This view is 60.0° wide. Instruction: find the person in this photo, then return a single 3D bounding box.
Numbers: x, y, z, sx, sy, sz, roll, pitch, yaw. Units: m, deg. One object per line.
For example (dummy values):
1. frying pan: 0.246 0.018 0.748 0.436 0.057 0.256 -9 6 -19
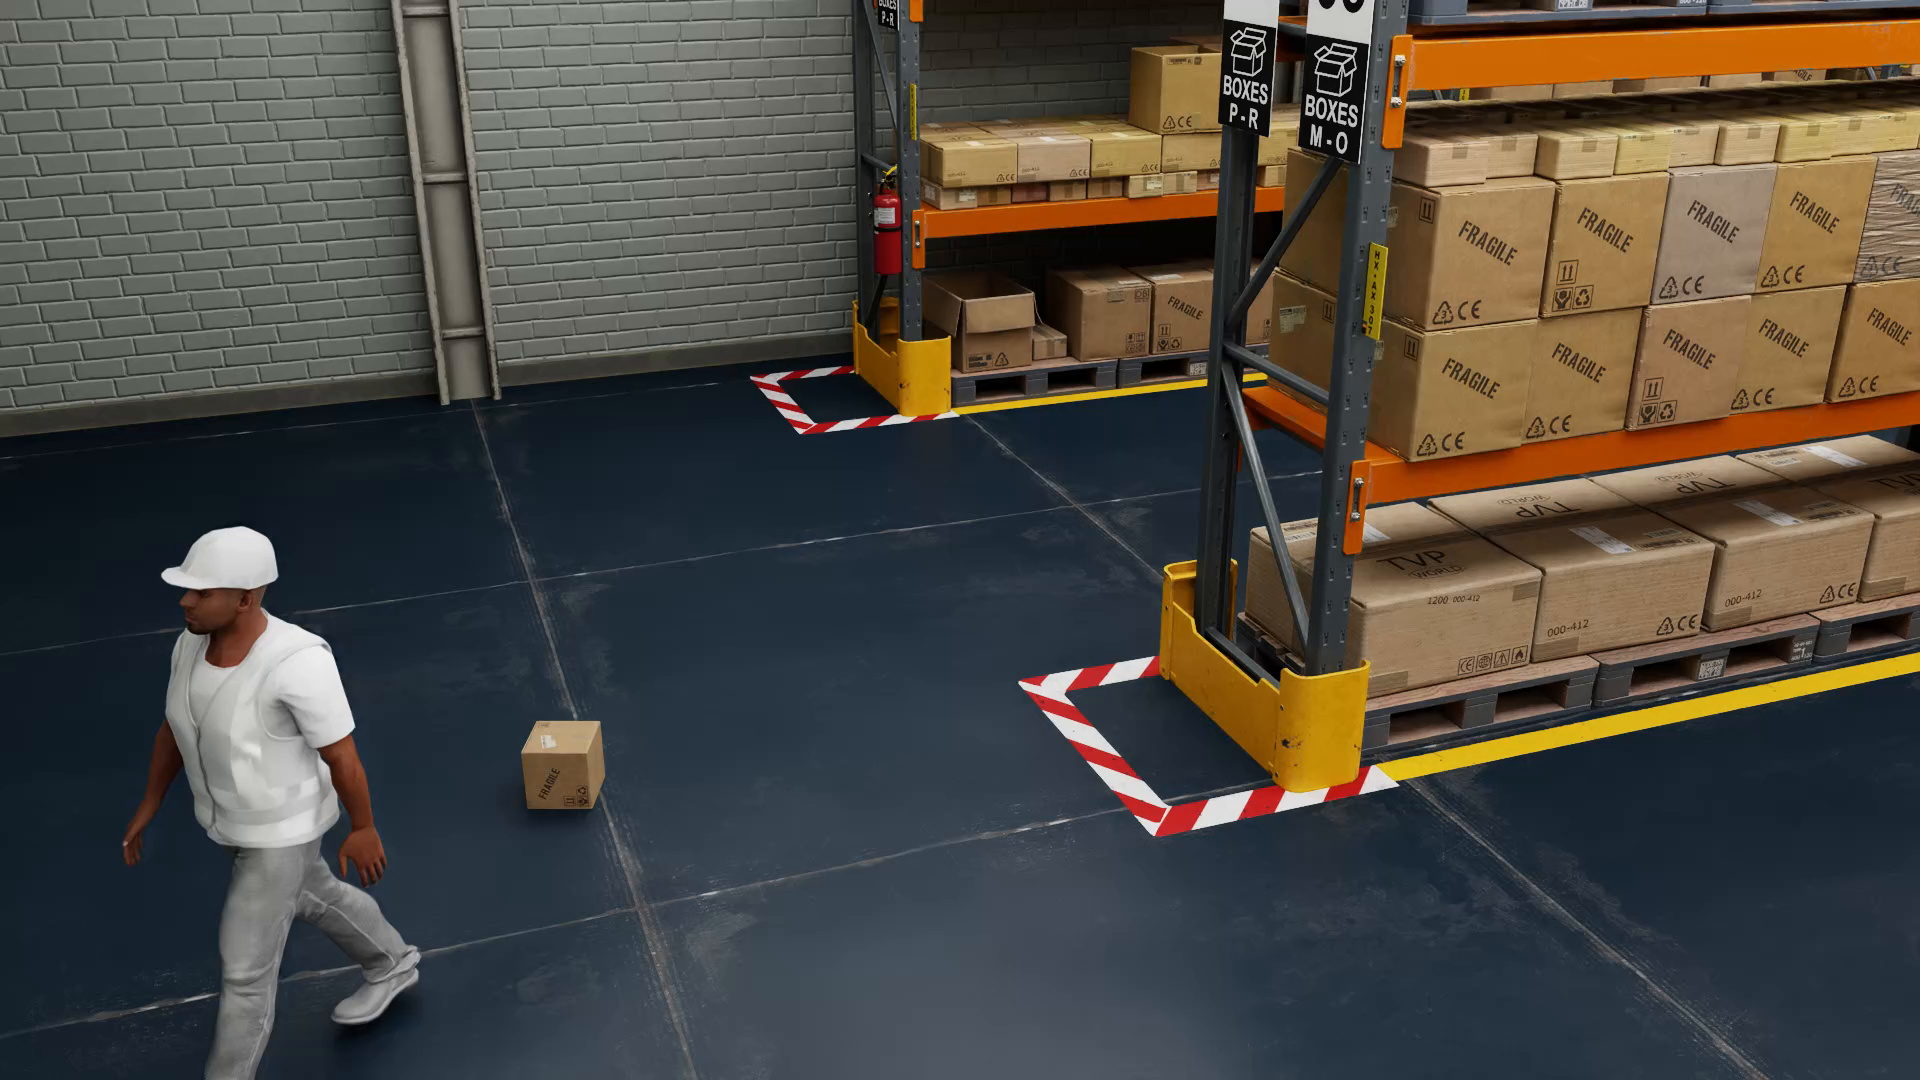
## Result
1. person: -2.016 0.789 4.615 0.621 1.710 1.028 15 27 33
